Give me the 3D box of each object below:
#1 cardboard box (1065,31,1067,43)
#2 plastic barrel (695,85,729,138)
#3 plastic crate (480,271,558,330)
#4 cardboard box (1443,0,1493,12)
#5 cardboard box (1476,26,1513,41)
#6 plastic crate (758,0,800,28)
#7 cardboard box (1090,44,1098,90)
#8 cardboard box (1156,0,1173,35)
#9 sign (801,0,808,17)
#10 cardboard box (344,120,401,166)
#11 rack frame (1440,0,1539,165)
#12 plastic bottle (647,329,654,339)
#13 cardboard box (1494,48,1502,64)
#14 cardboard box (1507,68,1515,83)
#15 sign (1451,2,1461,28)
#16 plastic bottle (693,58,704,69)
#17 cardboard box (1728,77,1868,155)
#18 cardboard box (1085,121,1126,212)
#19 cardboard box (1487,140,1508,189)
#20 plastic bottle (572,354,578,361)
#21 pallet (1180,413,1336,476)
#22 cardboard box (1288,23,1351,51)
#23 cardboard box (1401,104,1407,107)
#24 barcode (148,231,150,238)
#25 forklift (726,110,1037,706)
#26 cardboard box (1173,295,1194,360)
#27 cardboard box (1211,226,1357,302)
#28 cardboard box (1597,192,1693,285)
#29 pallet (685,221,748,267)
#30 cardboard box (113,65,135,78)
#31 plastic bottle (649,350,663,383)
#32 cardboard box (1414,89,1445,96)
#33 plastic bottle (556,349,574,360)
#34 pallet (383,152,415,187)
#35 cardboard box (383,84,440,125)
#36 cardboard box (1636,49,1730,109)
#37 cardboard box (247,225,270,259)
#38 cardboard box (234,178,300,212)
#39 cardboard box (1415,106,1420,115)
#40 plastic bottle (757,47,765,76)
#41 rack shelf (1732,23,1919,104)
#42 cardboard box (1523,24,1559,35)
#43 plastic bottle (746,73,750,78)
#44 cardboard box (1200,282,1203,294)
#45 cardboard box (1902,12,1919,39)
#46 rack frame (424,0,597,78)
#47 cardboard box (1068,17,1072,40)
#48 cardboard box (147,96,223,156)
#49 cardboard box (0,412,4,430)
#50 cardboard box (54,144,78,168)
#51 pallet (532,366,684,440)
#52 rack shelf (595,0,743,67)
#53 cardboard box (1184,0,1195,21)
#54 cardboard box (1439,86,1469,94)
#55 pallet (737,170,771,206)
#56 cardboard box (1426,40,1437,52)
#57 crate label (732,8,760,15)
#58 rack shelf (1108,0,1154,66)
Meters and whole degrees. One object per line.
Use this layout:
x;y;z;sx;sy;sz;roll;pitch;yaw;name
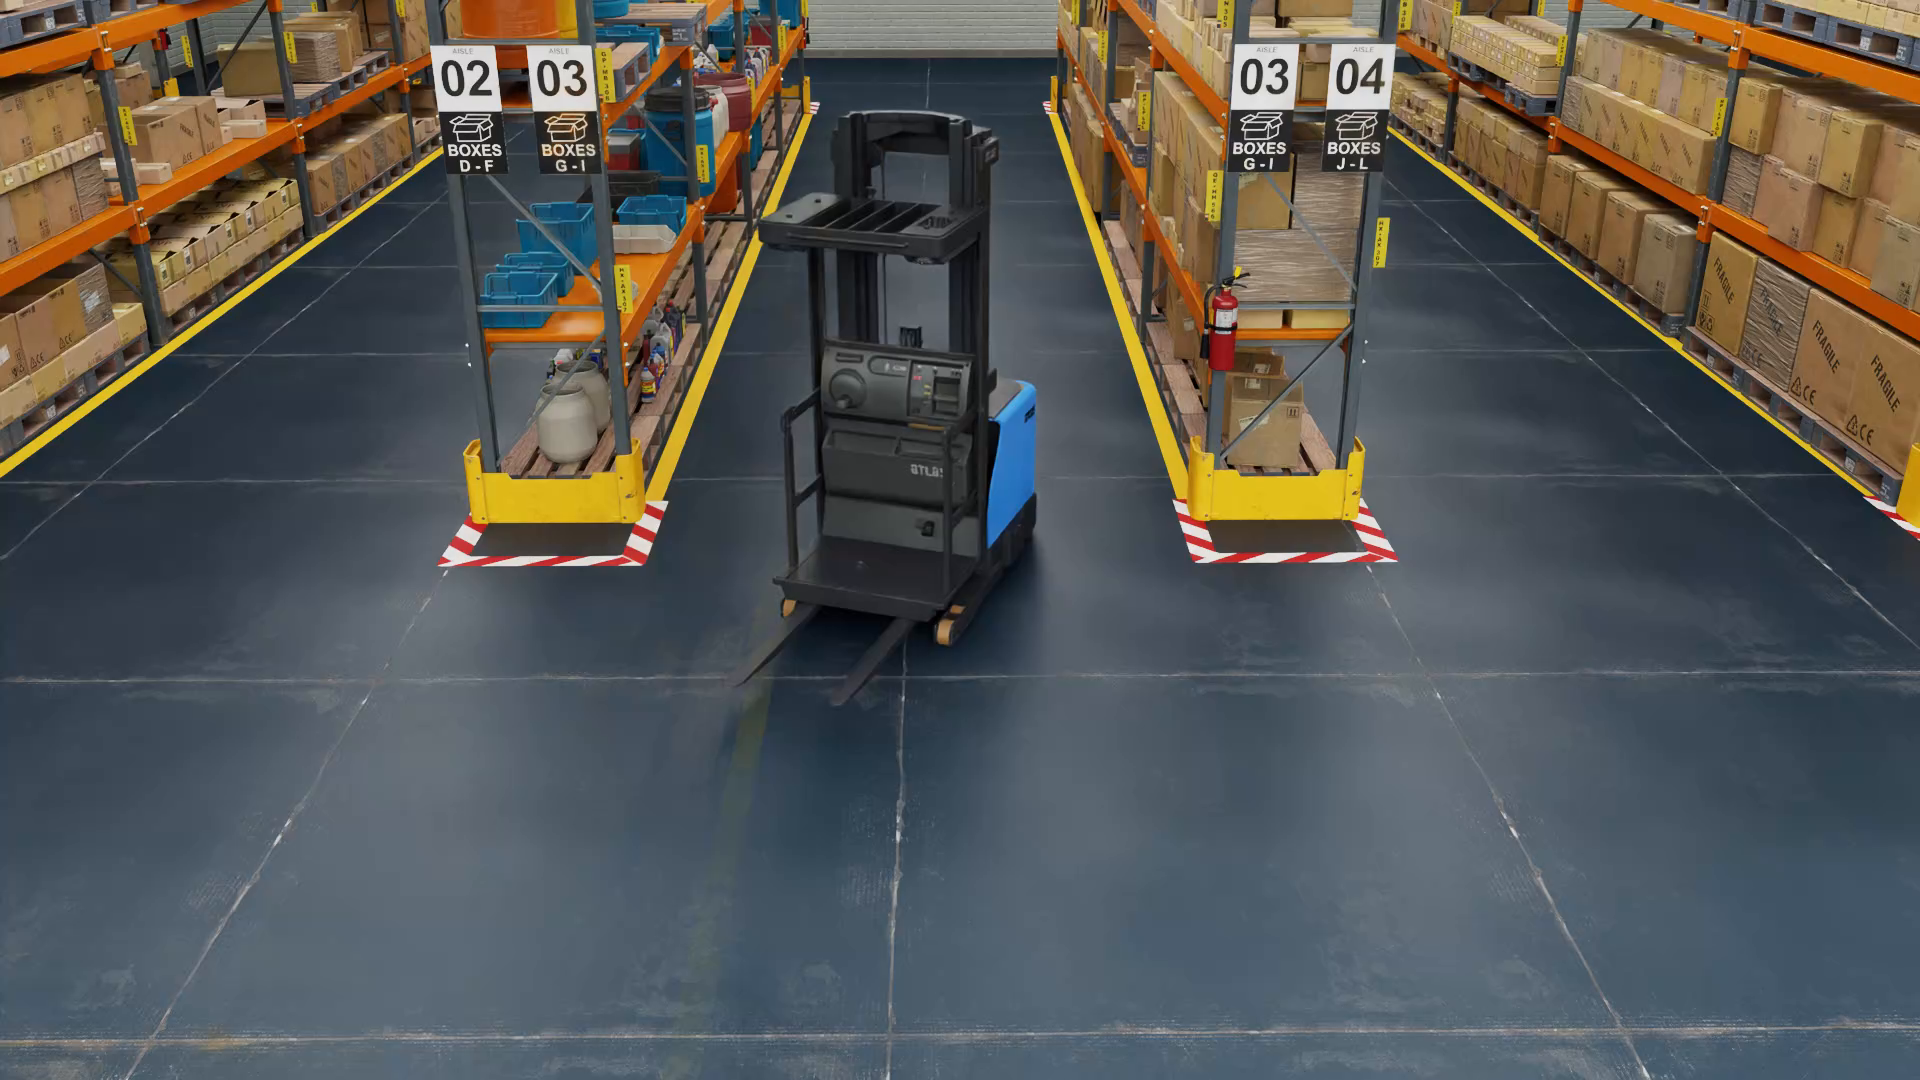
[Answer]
1.712;-7.240;23.922;0.380;0.149;0.250;-1;24;-2;cardboard box
-2.620;-4.445;17.302;0.421;0.512;0.421;0;24;0;plastic barrel
-3.063;-1.658;11.456;0.499;0.251;0.616;0;24;-1;plastic crate
6.749;-7.297;22.049;0.500;0.500;0.500;-1;24;-2;cardboard box
6.582;-6.223;20.442;0.380;0.149;0.250;0;24;-1;cardboard box
-2.742;-8.020;25.226;0.616;0.435;0.499;0;24;-1;plastic crate
1.841;-5.716;20.127;0.500;0.500;0.500;0;24;0;cardboard box
1.900;-4.303;13.666;0.500;0.250;0.500;-1;24;-3;cardboard box
-2.383;-8.197;25.536;0.100;0.325;0.005;0;24;-1;sign
-7.553;-5.100;21.386;0.500;0.500;0.500;0;24;0;cardboard box
7.025;-6.468;21.911;1.000;3.000;0.127;0;24;-1;rack frame
-2.603;-1.644;14.008;0.061;0.283;0.133;0;24;-1;plastic bottle
6.591;-5.765;19.792;0.380;0.149;0.250;0;24;1;cardboard box
6.600;-5.409;19.365;0.380;0.149;0.250;-1;24;-1;cardboard box
6.482;-6.857;21.721;0.100;0.325;0.005;0;24;-1;sign
-3.255;-5.835;20.661;0.152;0.276;0.135;0;24;-1;plastic bottle
7.082;-3.580;14.033;0.875;0.550;0.550;0;24;-1;cardboard box
2.121;-4.347;19.290;1.225;0.875;0.875;-1;24;-3;cardboard box
6.776;-4.574;20.247;0.500;0.500;0.500;-1;24;-3;cardboard box
-3.085;-1.343;13.341;0.061;0.283;0.133;0;24;-1;plastic bottle
2.220;-0.638;12.406;1.003;0.211;1.213;0;24;-1;pallet
2.391;-3.348;11.071;0.380;0.149;0.250;-1;24;-2;cardboard box
6.752;-6.371;24.647;0.380;0.149;0.250;0;24;0;cardboard box
-7.341;-2.754;15.034;0.001;0.075;0.075;0;24;-1;barcode
-0.450;-0.893;9.667;1.130;2.935;3.031;8;26;18;forklift
2.129;-1.842;14.207;0.500;0.500;0.500;8;25;16;cardboard box
2.216;-1.951;11.441;0.875;0.500;0.500;0;24;-1;cardboard box
7.008;-2.991;16.443;1.050;0.750;0.750;0;24;-1;cardboard box
-2.876;-3.227;18.129;1.003;0.211;1.213;0;24;-1;pallet
-12.544;-6.972;24.761;0.380;0.149;0.250;0;24;1;cardboard box
-2.471;-1.409;13.502;0.097;0.271;0.097;0;24;0;plastic bottle
6.780;-6.417;24.026;0.380;0.149;0.250;0;24;0;cardboard box
-3.193;-1.396;13.468;0.152;0.276;0.135;-1;24;-2;plastic bottle
-7.795;-4.839;21.693;1.003;0.211;1.213;0;24;-1;pallet
-7.868;-6.282;23.995;0.797;0.503;0.637;0;24;-1;cardboard box
7.084;-4.506;16.237;0.700;0.500;0.500;0;24;-1;cardboard box
-7.537;-3.099;17.290;0.500;0.250;0.500;0;24;1;cardboard box
-7.546;-3.776;18.105;0.500;0.311;0.500;0;24;1;cardboard box
6.758;-6.165;23.831;0.380;0.149;0.250;-1;24;-3;cardboard box
-2.552;-6.066;21.081;0.144;0.351;0.185;0;24;-1;plastic bottle
7.134;-3.386;12.331;1.077;0.370;4.000;0;24;-1;rack shelf
7.232;-6.326;20.671;0.380;0.149;0.250;0;24;-1;cardboard box
-2.511;-5.367;19.633;0.097;0.271;0.097;0;24;0;plastic bottle
1.942;-1.854;12.013;0.380;0.149;0.250;0;24;-1;cardboard box
6.802;-3.568;11.532;0.380;0.149;0.250;-1;24;-1;cardboard box
-2.758;-4.254;9.736;1.000;3.000;0.127;0;24;-1;rack frame
1.783;-7.159;23.260;0.500;0.250;0.500;0;24;1;cardboard box
-7.764;-4.151;16.666;0.500;0.500;0.500;-2;24;-3;cardboard box
-7.504;-0.866;12.352;0.500;0.250;0.500;0;24;-1;cardboard box
-7.531;-3.168;13.707;0.380;0.149;0.250;-1;24;-2;cardboard box
-2.820;-1.117;13.464;1.003;0.211;1.213;0;24;-1;pallet
-2.823;-5.032;15.969;1.077;0.370;4.000;0;24;-1;rack shelf
1.898;-3.999;12.509;0.380;0.149;0.250;-1;24;-2;cardboard box
7.205;-6.526;24.268;0.380;0.149;0.250;-1;24;-2;cardboard box
-2.906;-4.373;20.662;1.003;0.211;1.213;0;24;-1;pallet
6.721;-6.905;23.181;0.380;0.149;0.250;-1;24;-3;cardboard box
-3.259;-7.961;25.343;0.416;0.233;0.303;0;24;-1;crate label
2.129;-5.054;16.018;1.077;0.370;4.000;0;24;-1;rack shelf
